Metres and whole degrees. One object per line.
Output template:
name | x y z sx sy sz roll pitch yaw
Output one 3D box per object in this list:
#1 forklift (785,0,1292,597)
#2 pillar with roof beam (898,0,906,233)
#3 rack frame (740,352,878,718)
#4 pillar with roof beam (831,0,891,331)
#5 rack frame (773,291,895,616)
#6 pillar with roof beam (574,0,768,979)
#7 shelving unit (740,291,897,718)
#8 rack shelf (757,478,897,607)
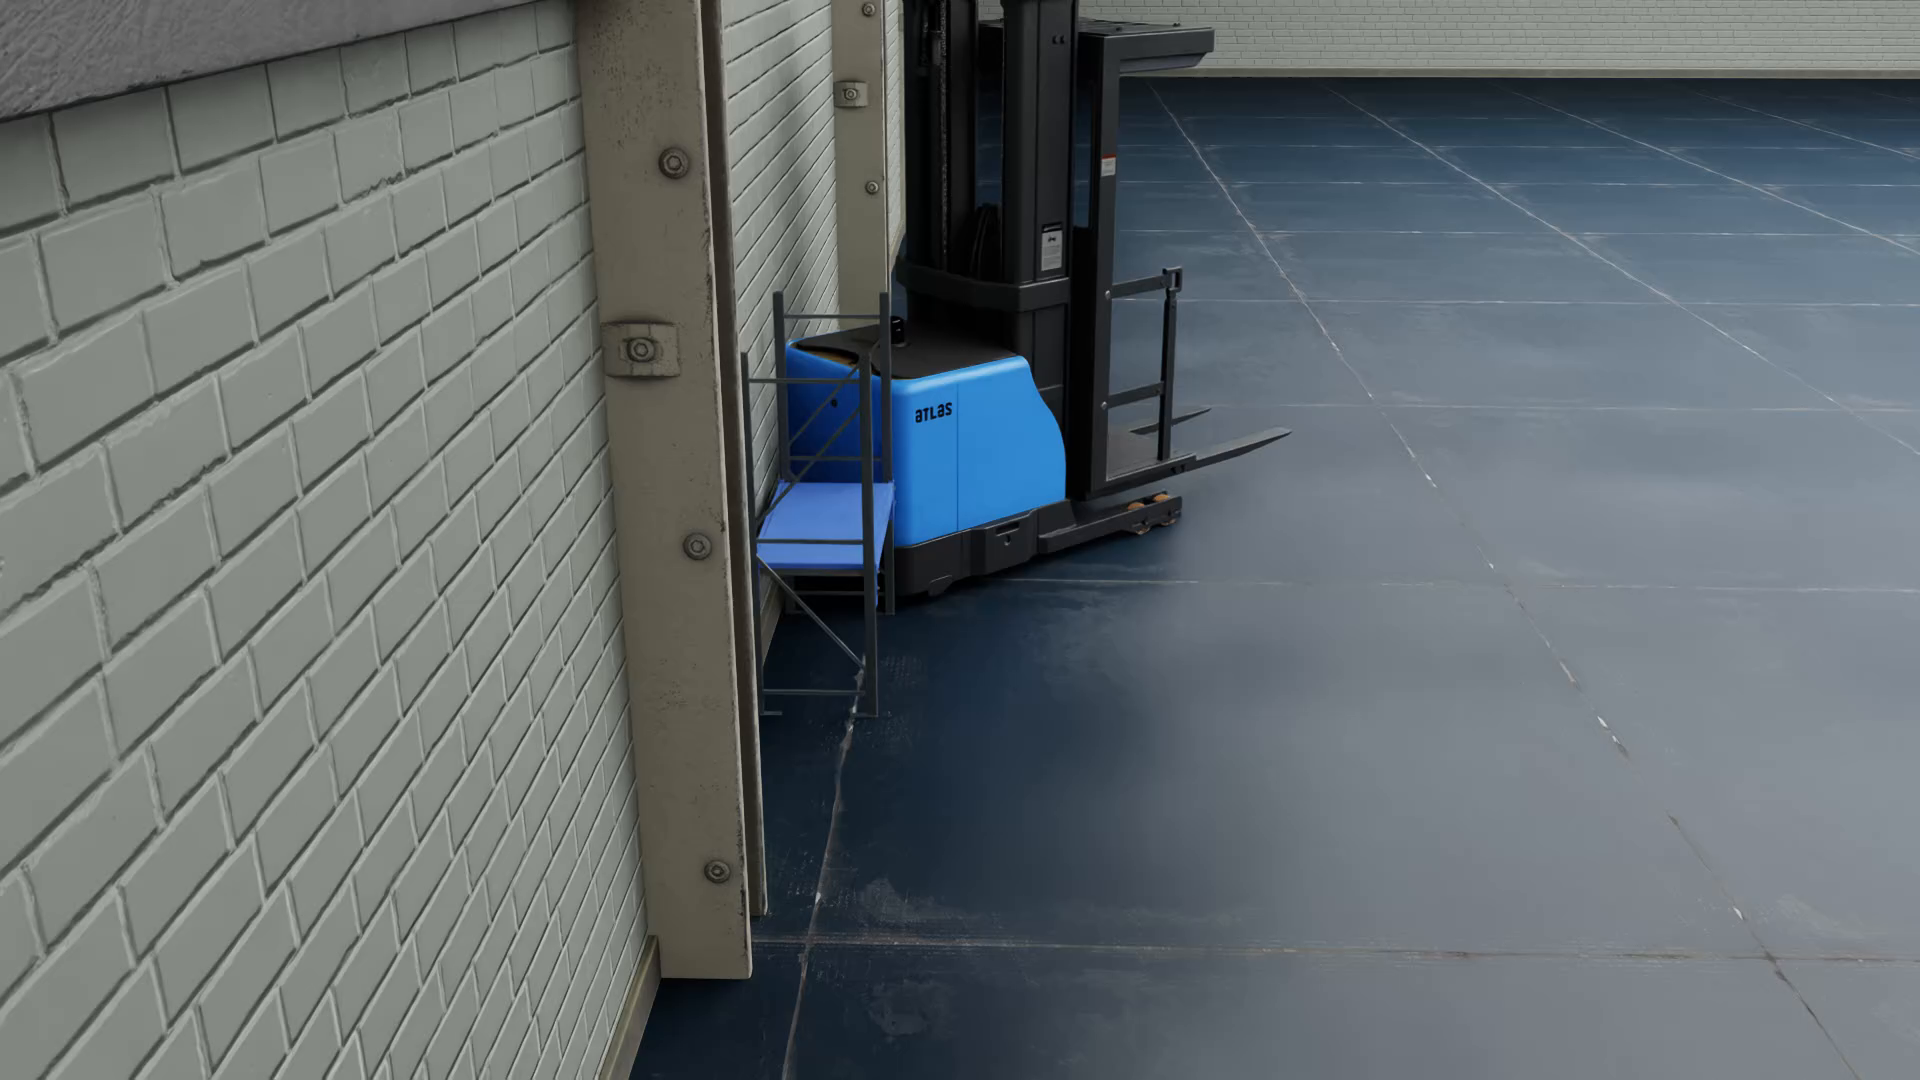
forklift | 0.534 -1.523 8.404 3.031 2.935 1.130 -17 27 -37
pillar with roof beam | 3.878 -7.220 14.697 9.100 9.000 0.400 1 21 2
rack frame | -0.581 0.009 6.431 0.500 1.500 0.032 1 21 2
pillar with roof beam | 3.696 -5.051 9.106 9.100 9.000 0.400 1 21 2
rack frame | -0.550 -0.358 7.379 0.500 1.500 0.032 1 21 2
pillar with roof beam | 3.513 -2.881 3.515 9.100 9.000 0.400 1 21 2
shelving unit | -0.566 -0.174 6.905 0.538 1.500 1.048 1 21 2
rack shelf | -0.566 -0.007 6.970 0.538 0.185 1.000 1 21 2
